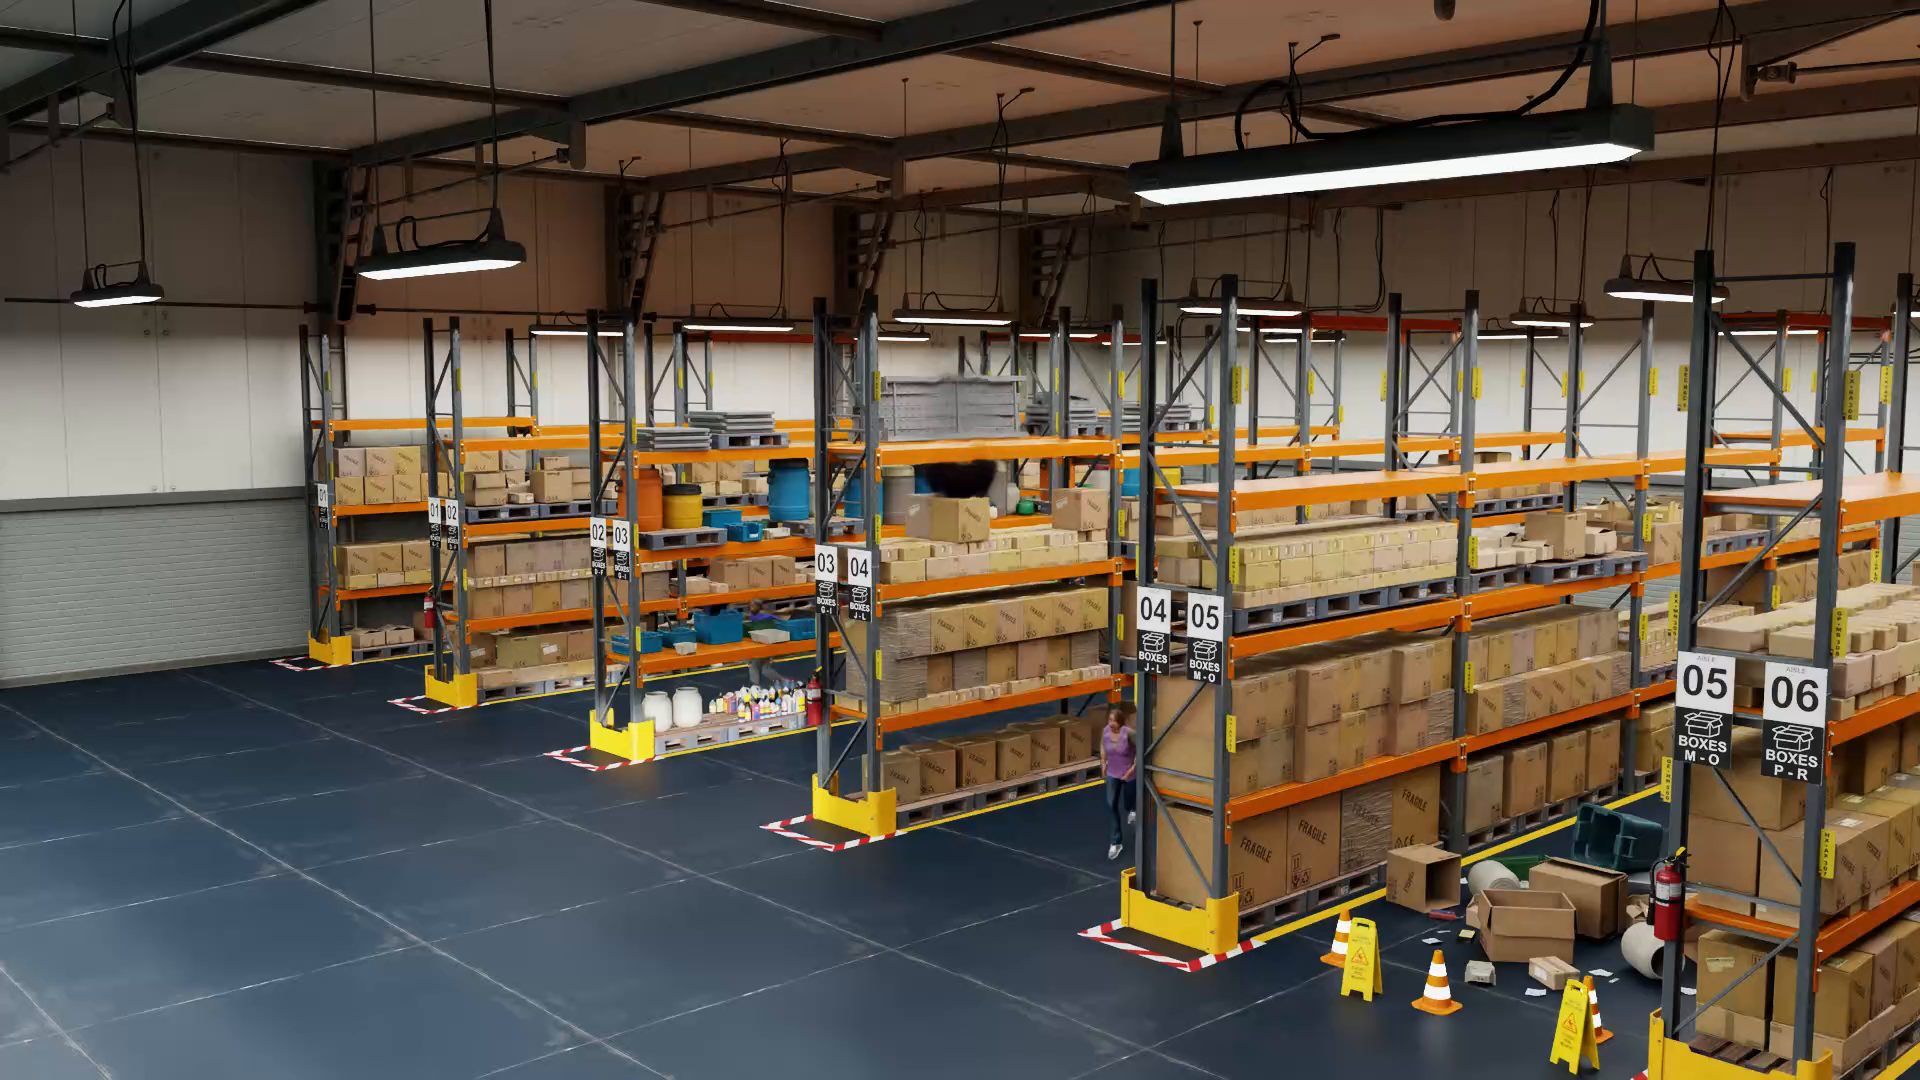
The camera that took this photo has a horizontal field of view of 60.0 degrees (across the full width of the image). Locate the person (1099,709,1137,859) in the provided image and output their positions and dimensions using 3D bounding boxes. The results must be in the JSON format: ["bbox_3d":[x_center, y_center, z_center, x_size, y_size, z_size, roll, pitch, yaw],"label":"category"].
[{"bbox_3d":[1.765,2.578,18.076,0.536,1.587,0.942,2,6,22],"label":"person"}]

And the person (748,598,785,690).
[{"bbox_3d":[-3.038,1.757,25.938,0.885,1.723,0.582,-4,7,-35],"label":"person"}]

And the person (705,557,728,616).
[{"bbox_3d":[-4.643,1.141,31.828,0.614,1.643,0.774,5,8,41],"label":"person"}]
